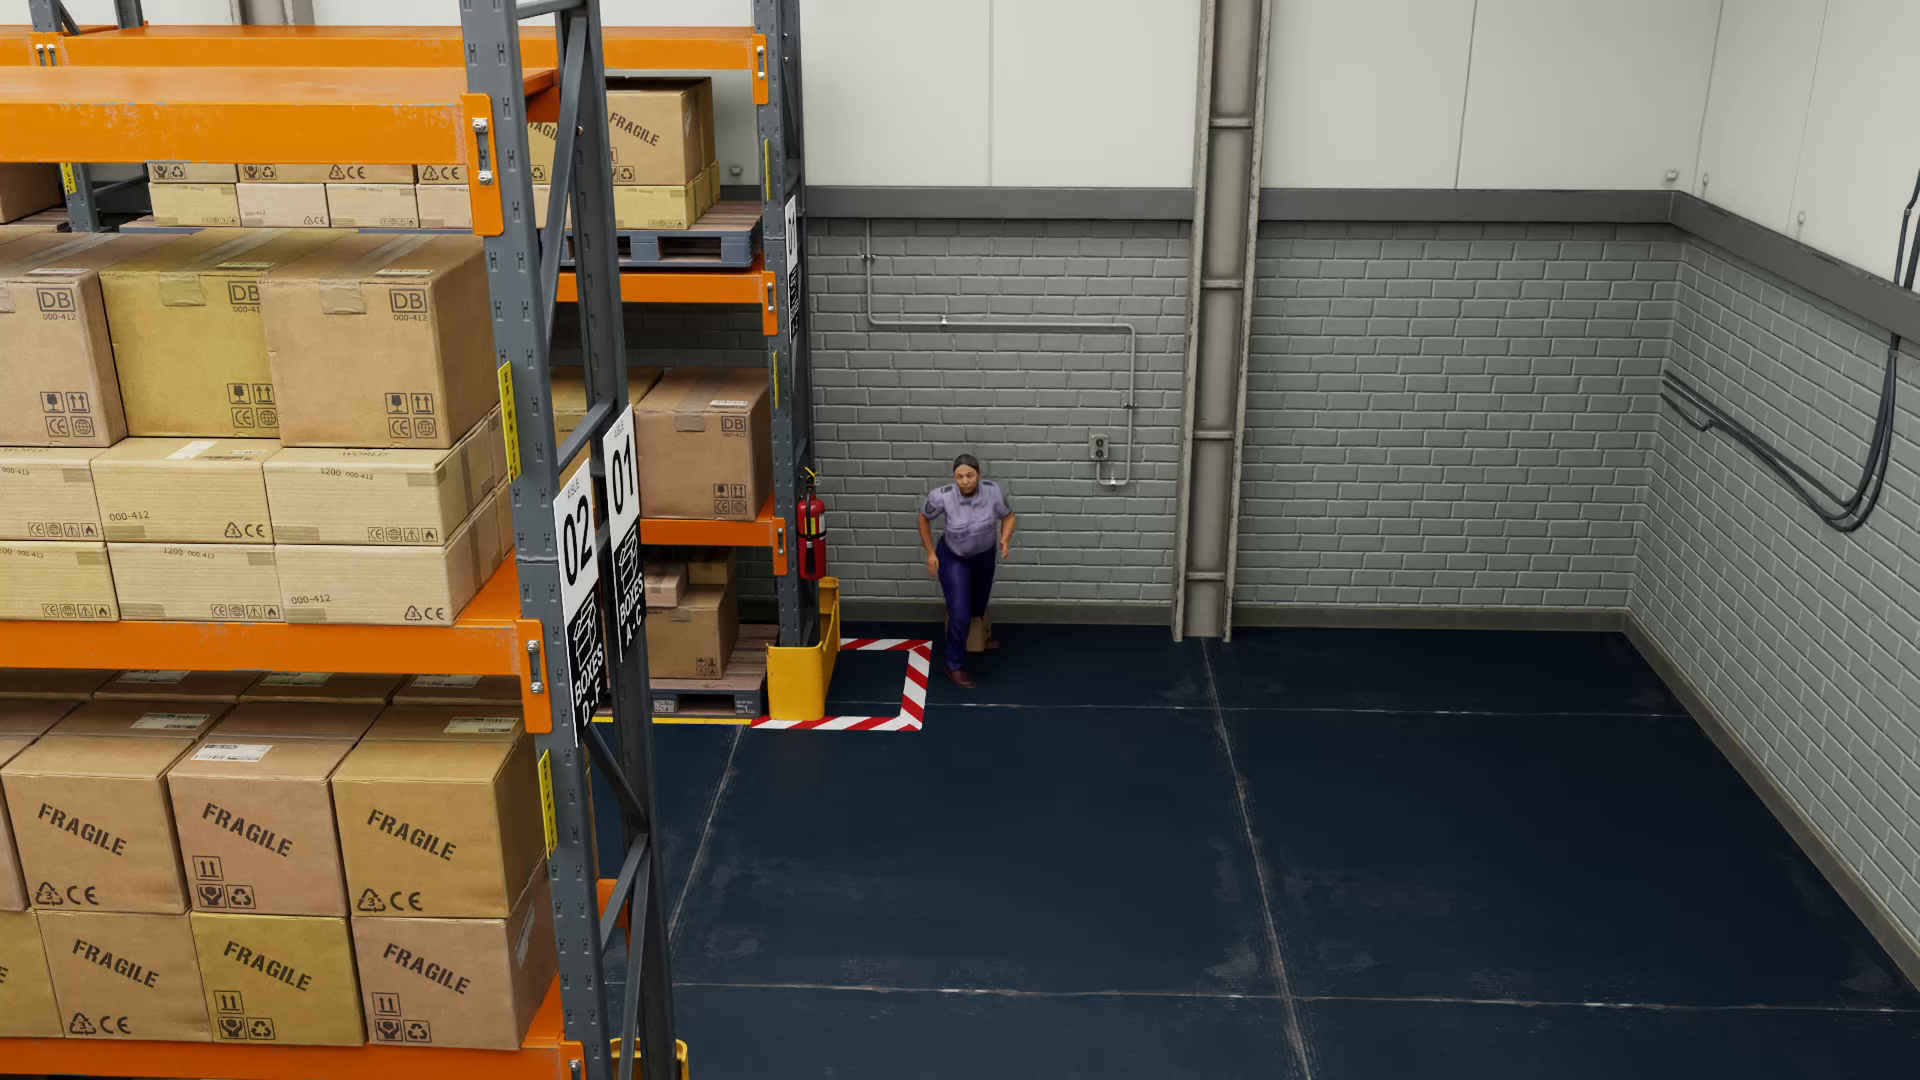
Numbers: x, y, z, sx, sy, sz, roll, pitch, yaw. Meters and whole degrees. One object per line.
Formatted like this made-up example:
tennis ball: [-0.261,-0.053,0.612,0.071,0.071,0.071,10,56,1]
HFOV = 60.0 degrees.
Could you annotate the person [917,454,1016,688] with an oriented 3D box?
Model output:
person: [0.083,0.144,10.859,0.644,1.585,0.822,-11,24,-27]
